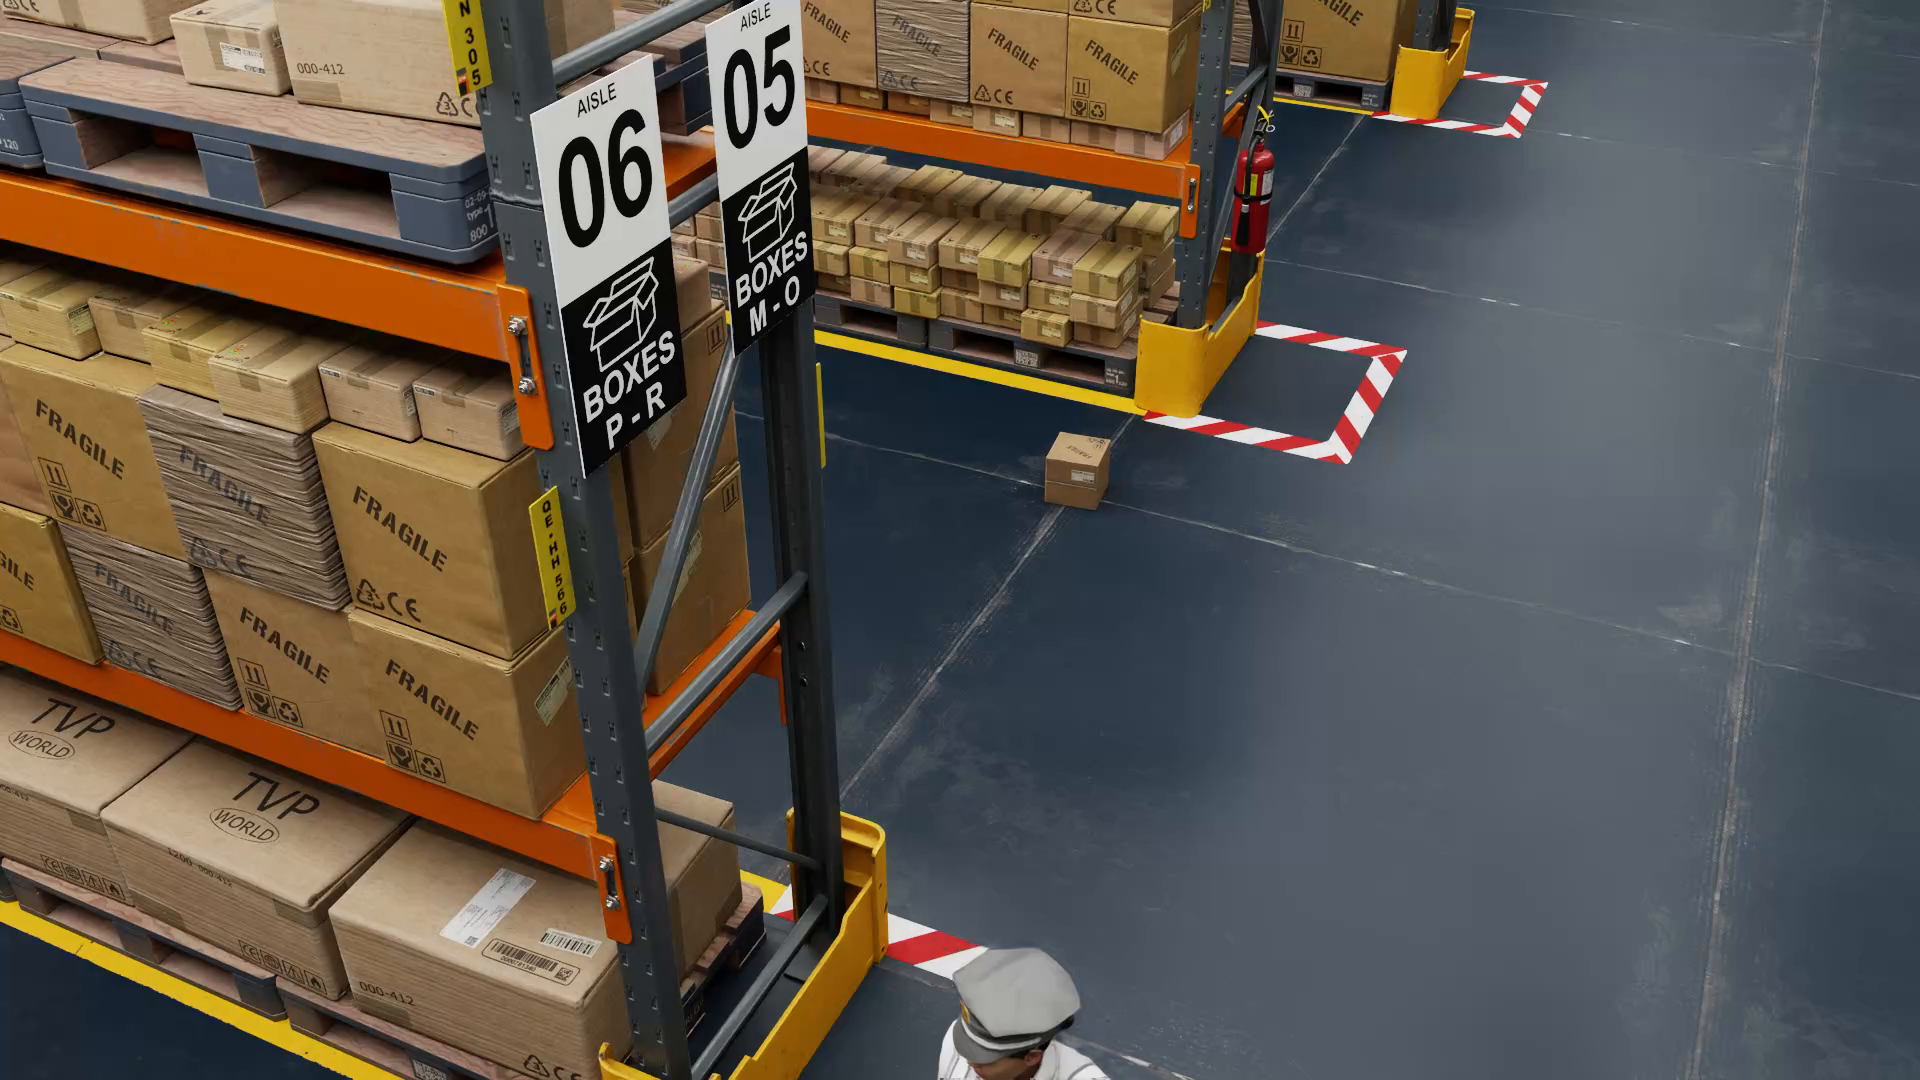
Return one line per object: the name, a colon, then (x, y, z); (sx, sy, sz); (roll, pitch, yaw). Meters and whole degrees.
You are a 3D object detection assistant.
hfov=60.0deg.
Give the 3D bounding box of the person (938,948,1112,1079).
person: (0.175, 1.548, 3.850); (0.580, 1.609, 0.996); (24, 41, 31)
